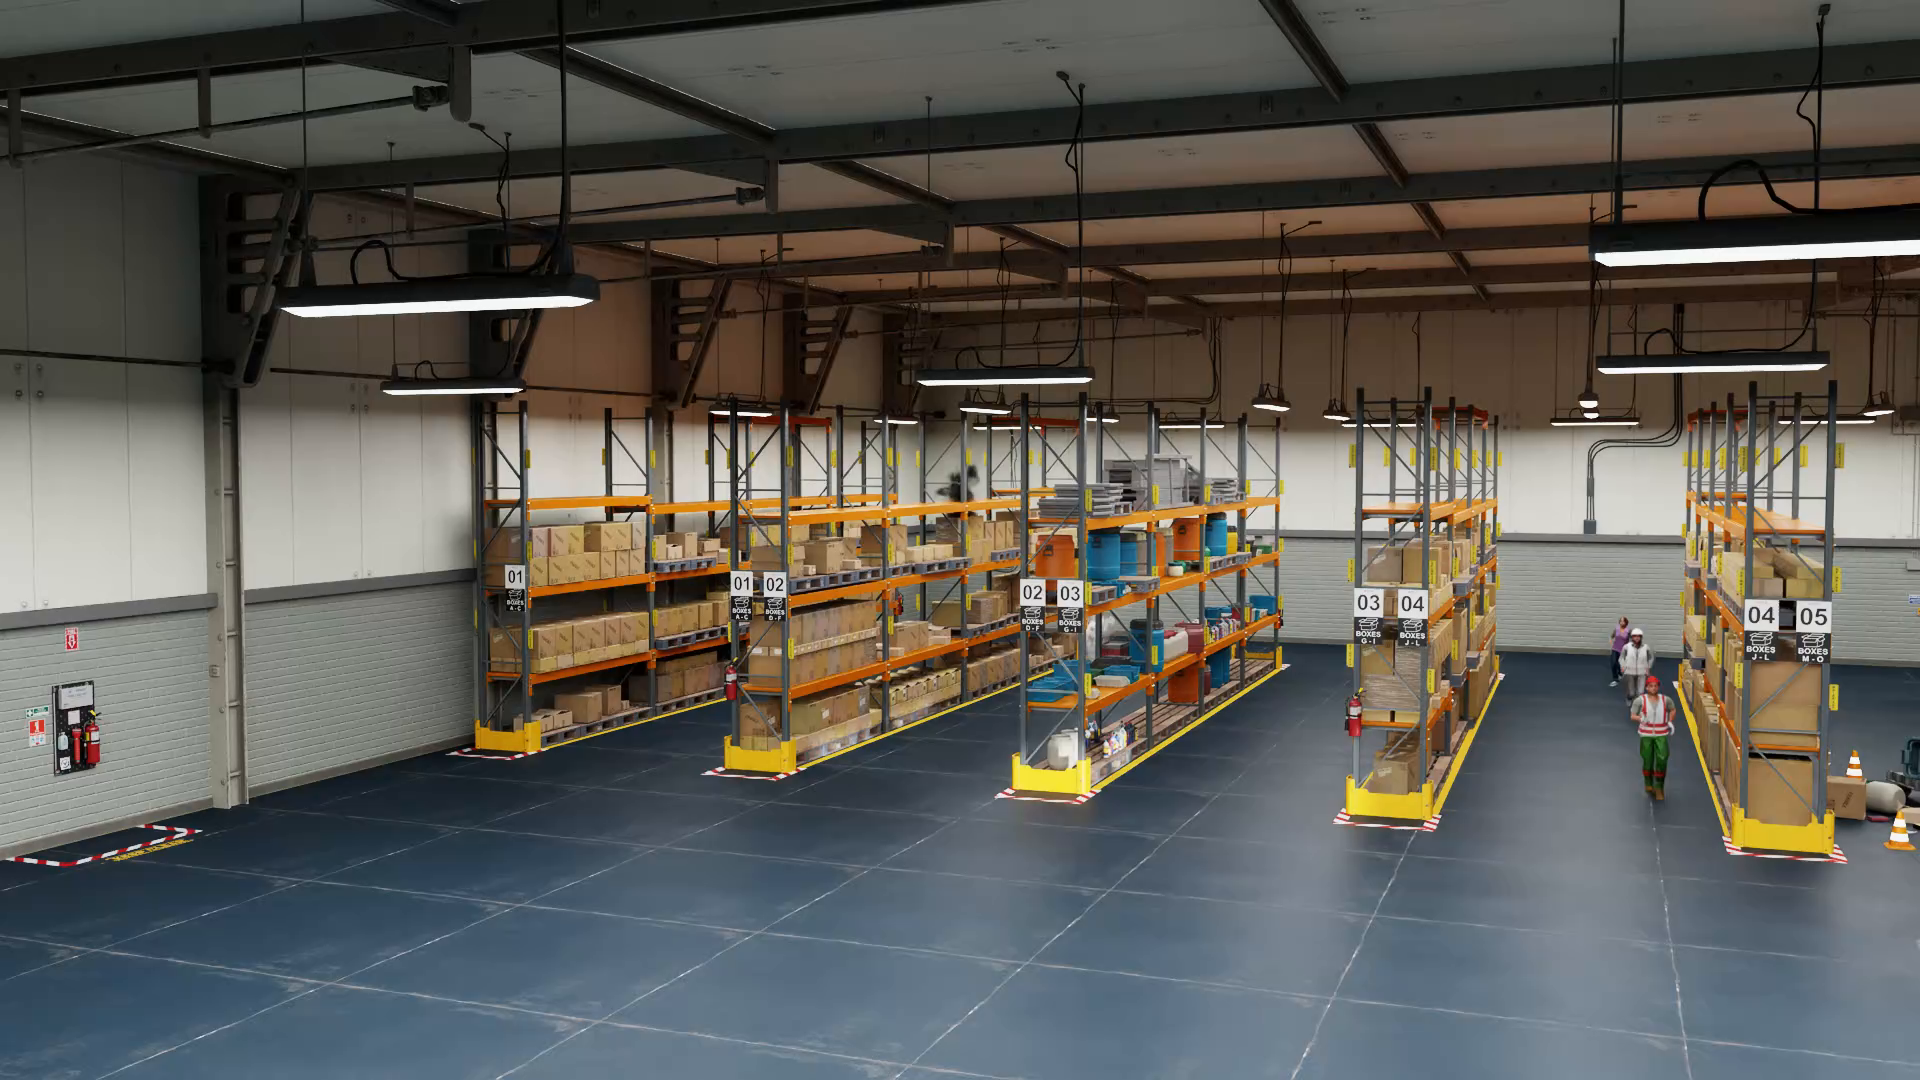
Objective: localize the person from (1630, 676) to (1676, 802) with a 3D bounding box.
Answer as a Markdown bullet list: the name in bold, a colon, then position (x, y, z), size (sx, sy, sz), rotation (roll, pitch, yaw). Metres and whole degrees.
- **person**: position (10.218, 2.922, 24.513), size (0.630, 1.836, 0.764), rotation (1, 3, 20)

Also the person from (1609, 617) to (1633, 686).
- **person**: position (14.547, 2.459, 36.589), size (0.560, 1.544, 0.568), rotation (2, 4, 40)

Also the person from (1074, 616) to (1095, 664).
- **person**: position (2.720, 2.397, 35.558), size (0.640, 1.854, 0.741), rotation (1, 3, 13)

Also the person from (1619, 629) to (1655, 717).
- **person**: position (13.159, 2.577, 32.351), size (0.650, 1.730, 0.626), rotation (1, 3, 19)
